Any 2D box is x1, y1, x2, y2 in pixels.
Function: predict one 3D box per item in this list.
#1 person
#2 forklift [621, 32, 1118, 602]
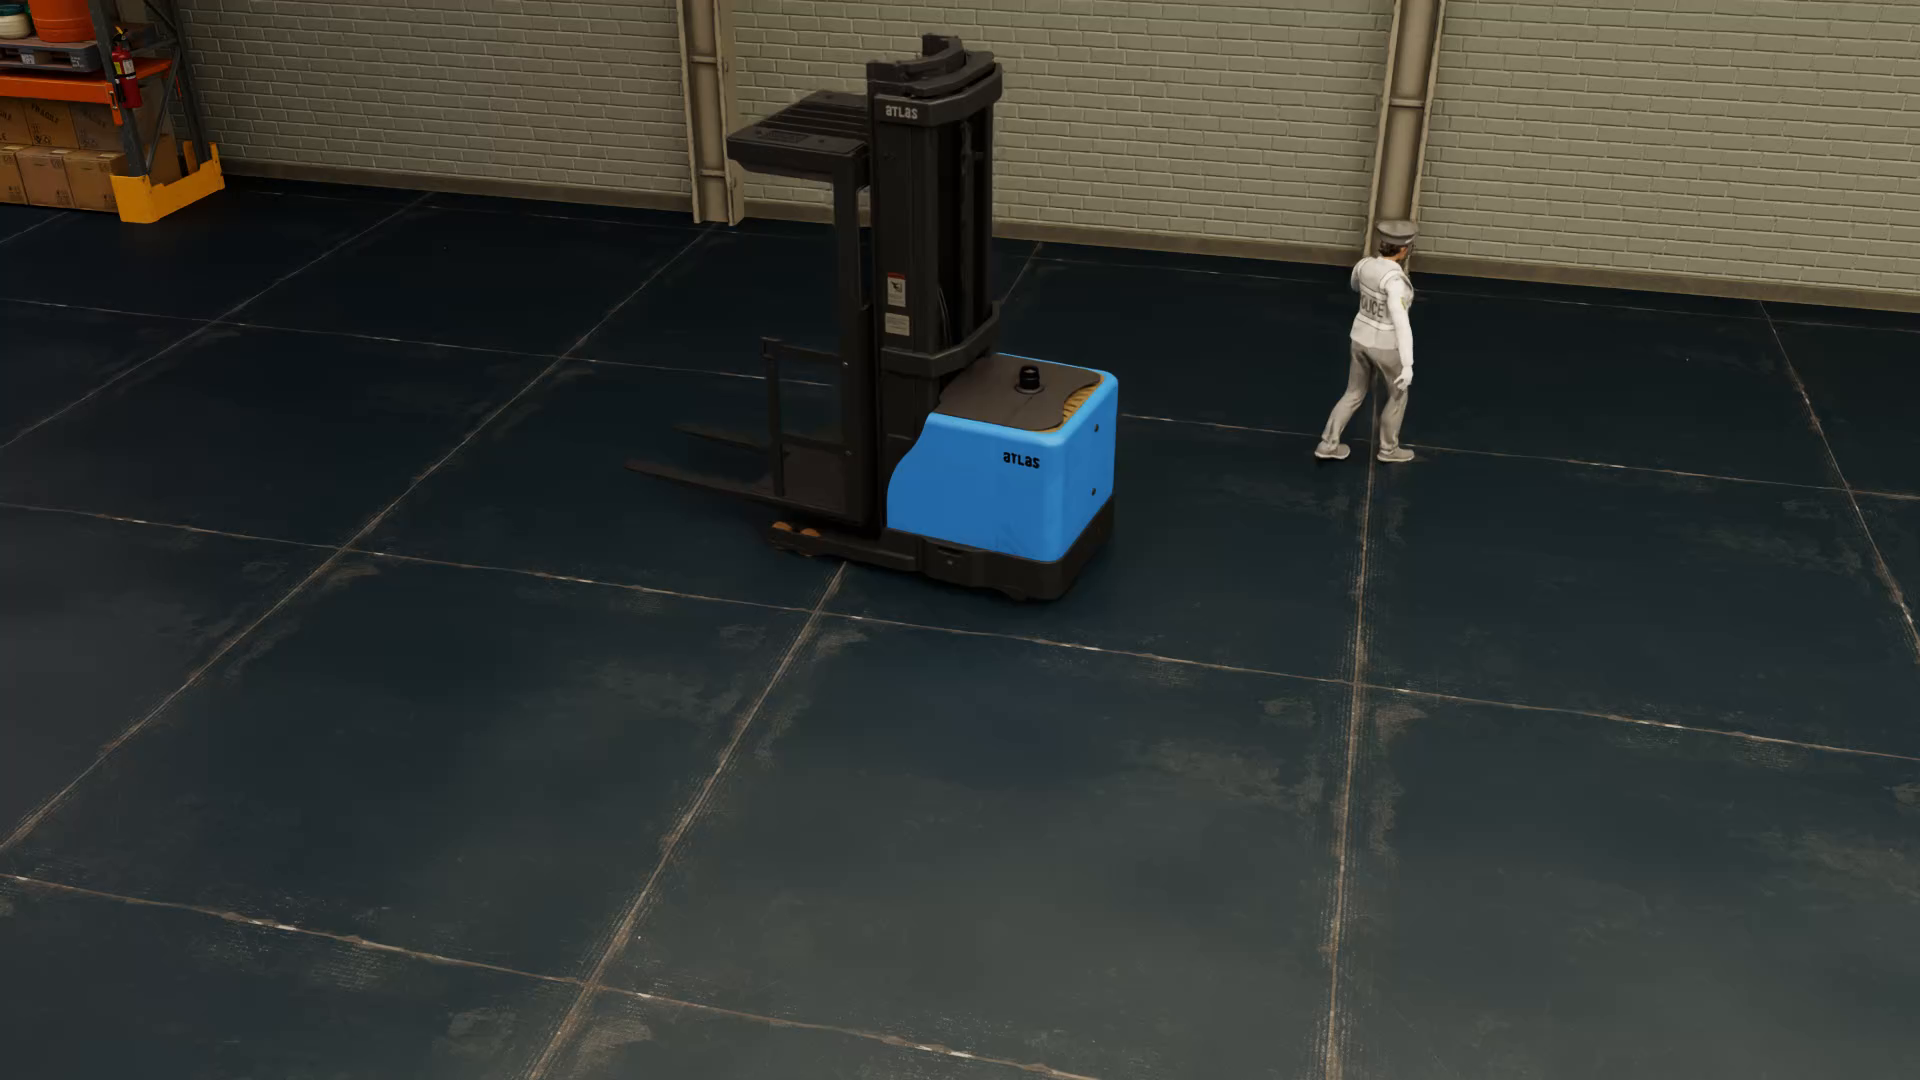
[{"bbox_3d":[2.719,-1.235,10.673,0.726,1.650,0.879,-14,33,-23],"label":"person"},{"bbox_3d":[-0.628,-1.399,9.639,3.031,2.935,1.130,12,32,21],"label":"forklift"}]
